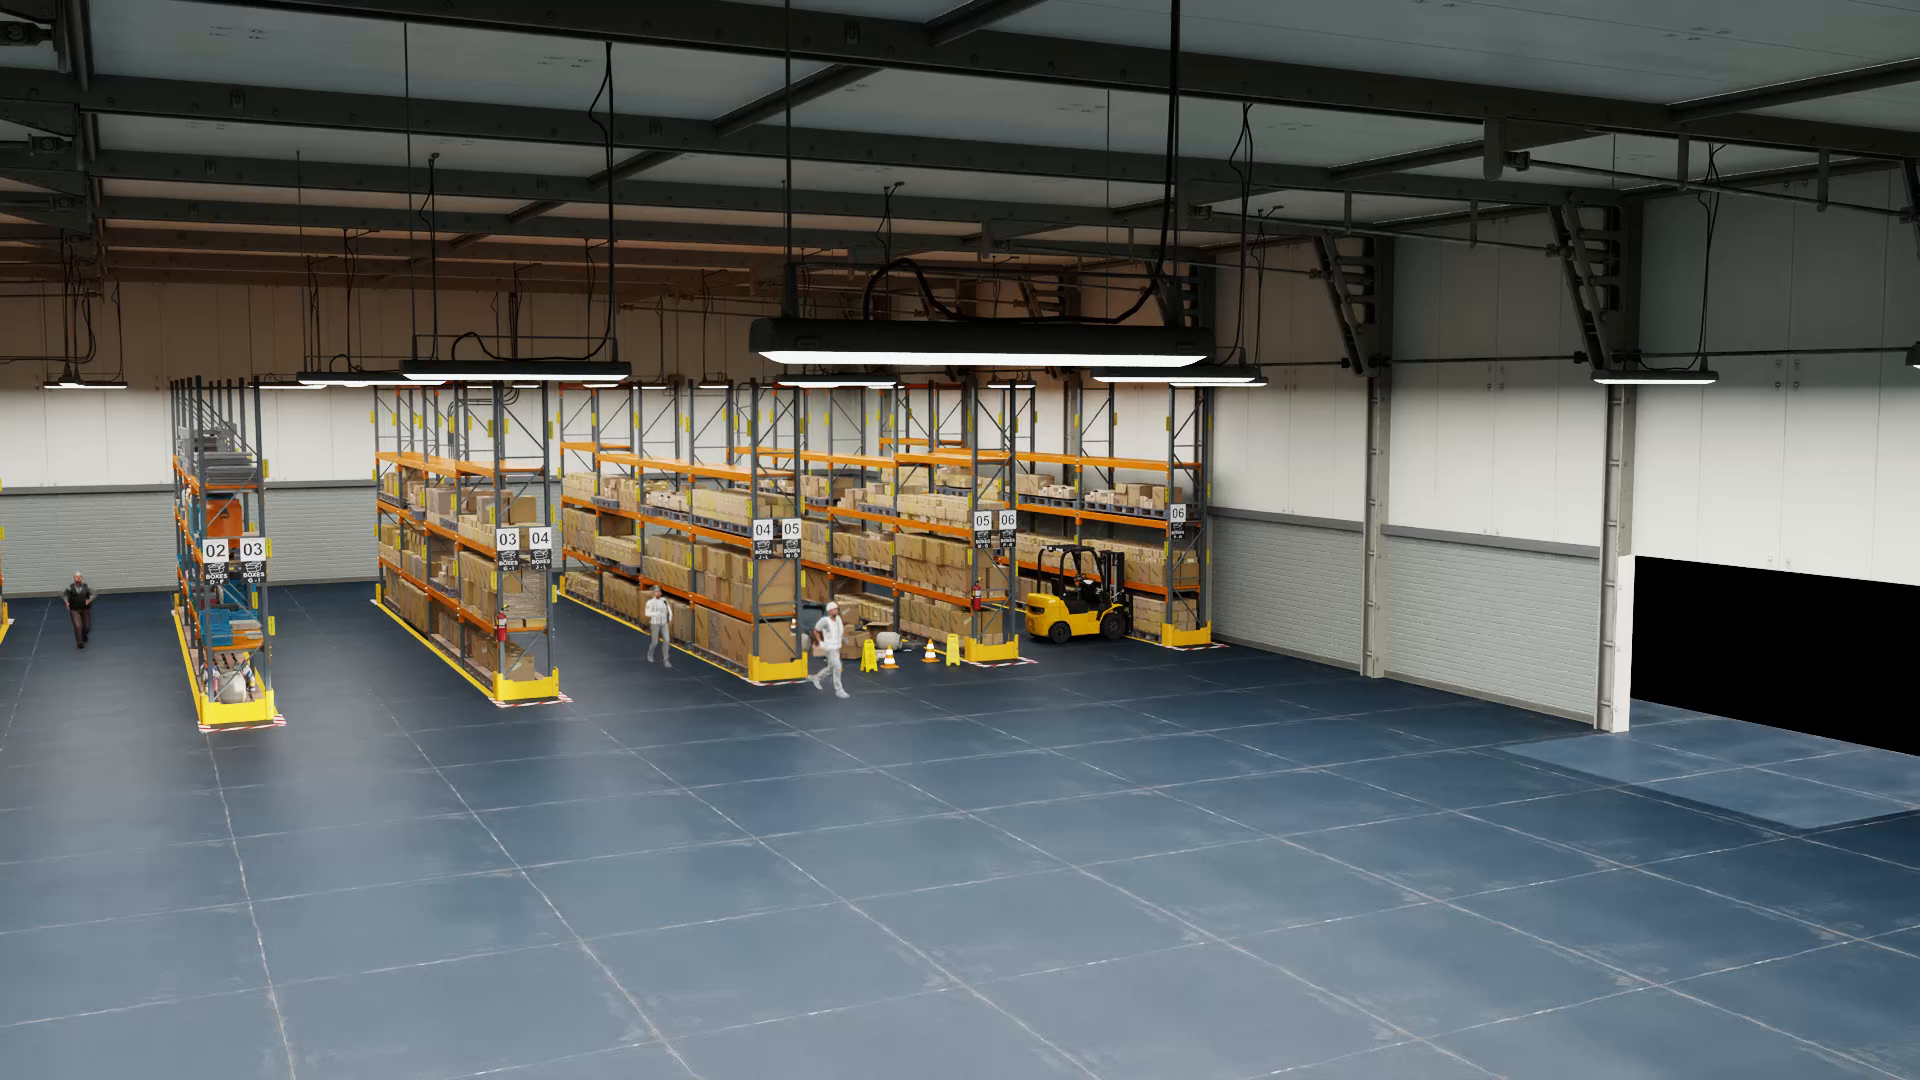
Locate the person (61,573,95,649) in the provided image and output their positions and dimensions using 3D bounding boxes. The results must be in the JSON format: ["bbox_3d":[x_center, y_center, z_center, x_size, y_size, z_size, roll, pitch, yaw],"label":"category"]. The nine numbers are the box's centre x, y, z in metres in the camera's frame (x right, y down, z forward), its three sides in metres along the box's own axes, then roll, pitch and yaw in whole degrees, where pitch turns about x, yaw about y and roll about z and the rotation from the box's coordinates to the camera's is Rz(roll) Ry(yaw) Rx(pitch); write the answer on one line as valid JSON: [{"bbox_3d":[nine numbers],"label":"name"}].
[{"bbox_3d":[-19.709,1.577,37.211,0.667,1.685,0.745,-3,6,-33],"label":"person"}]

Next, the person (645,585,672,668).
[{"bbox_3d":[-6.292,1.790,34.840,0.622,1.714,0.896,-3,6,-28],"label":"person"}]

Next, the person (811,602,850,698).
[{"bbox_3d":[-2.450,2.055,31.365,0.921,1.790,0.687,3,6,27],"label":"person"}]
